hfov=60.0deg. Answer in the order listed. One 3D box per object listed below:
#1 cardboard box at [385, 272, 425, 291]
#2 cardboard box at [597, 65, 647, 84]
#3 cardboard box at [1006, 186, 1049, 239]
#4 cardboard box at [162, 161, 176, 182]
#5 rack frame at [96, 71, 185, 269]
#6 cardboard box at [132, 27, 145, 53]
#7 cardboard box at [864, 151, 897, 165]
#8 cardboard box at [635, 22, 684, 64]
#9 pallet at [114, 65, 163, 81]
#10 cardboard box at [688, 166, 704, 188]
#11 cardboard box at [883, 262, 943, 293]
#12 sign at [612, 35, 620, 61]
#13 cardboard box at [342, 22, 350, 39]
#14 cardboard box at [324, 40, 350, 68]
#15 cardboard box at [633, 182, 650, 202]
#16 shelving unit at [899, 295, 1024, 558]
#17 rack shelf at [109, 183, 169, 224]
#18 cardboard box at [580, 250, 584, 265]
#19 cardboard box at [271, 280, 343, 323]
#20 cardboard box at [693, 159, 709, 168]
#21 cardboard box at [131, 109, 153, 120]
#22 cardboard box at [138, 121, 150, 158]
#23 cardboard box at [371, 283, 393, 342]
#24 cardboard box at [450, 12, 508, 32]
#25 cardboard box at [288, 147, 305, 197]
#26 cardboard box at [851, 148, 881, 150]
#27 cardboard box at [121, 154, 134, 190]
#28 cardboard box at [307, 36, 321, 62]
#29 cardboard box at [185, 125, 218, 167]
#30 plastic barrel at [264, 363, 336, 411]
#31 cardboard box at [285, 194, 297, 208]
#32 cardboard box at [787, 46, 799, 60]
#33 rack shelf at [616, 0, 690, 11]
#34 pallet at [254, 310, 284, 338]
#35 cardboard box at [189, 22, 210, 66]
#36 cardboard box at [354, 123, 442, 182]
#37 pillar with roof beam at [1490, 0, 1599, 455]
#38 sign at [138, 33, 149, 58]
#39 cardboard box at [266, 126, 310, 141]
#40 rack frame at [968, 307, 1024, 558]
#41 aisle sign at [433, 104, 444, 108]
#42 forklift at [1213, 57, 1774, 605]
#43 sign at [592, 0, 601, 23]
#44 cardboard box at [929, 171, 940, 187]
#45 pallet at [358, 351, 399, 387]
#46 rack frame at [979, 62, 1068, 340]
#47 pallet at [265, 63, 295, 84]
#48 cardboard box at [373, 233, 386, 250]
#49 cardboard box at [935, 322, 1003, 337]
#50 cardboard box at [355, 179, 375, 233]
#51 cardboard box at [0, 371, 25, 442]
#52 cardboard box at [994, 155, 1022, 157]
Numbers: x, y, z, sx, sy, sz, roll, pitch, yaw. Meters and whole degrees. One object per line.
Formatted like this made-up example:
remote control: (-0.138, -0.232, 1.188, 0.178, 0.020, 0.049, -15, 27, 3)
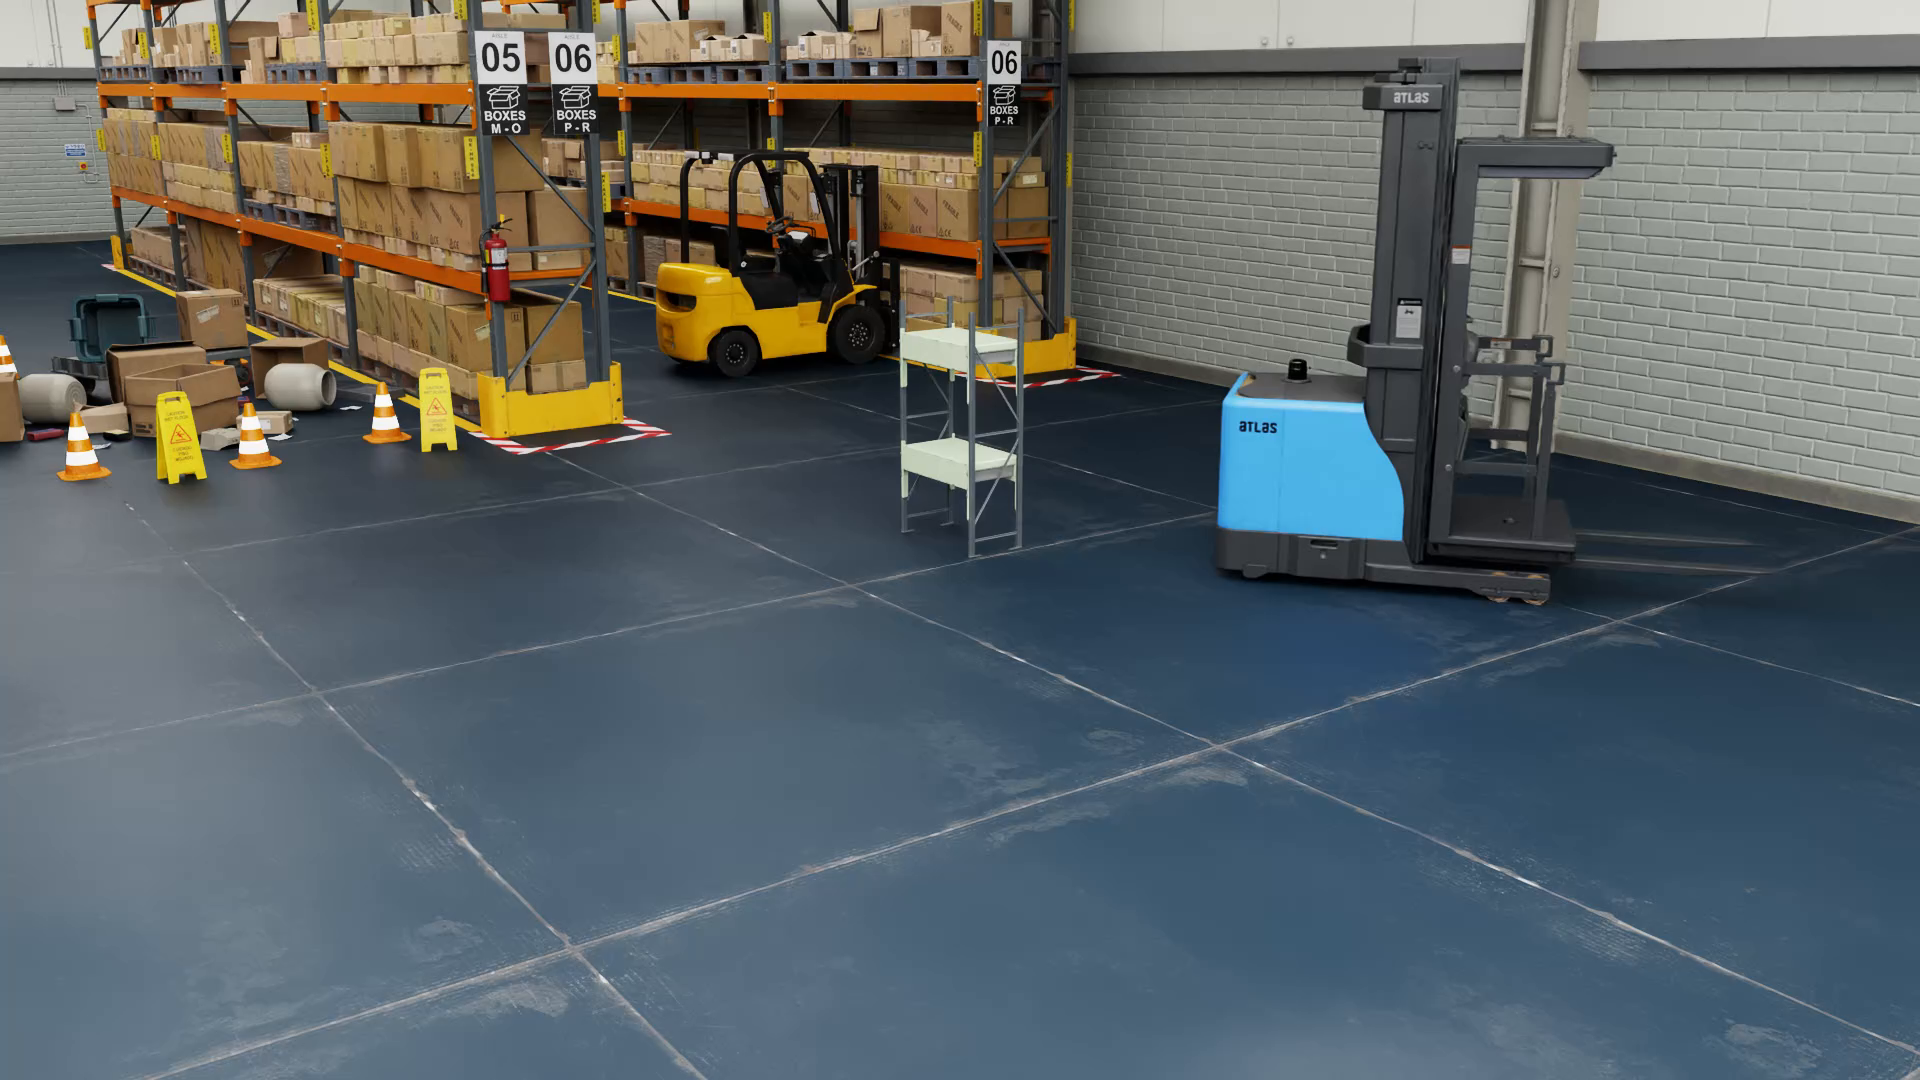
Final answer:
cardboard box: (-5.126, -2.421, 15.502, 0.380, 0.149, 0.250, -10, 18, -31)
cardboard box: (-4.581, -6.312, 22.558, 0.500, 0.250, 0.500, -12, 19, -36)
cardboard box: (0.554, -3.354, 16.961, 0.500, 0.500, 0.500, -10, 18, -33)
cardboard box: (-10.417, -4.980, 22.425, 0.500, 0.250, 0.500, -12, 19, -36)
rack frame: (-12.799, -5.803, 26.095, 1.000, 3.000, 0.127, -11, 19, -35)
cardboard box: (-11.266, -6.979, 23.530, 0.797, 0.503, 0.637, -9, 18, -30)
cardboard box: (-0.801, -4.089, 17.851, 0.380, 0.149, 0.250, -11, 19, -34)
cardboard box: (-3.854, -6.419, 21.490, 0.500, 0.500, 0.500, -11, 19, -34)
pallet: (-11.633, -6.789, 24.185, 1.003, 0.211, 1.213, -11, 19, -35)
cardboard box: (-3.112, -4.575, 20.946, 0.500, 0.250, 0.500, -11, 19, -34)
cardboard box: (-0.512, -2.780, 17.571, 0.500, 0.250, 0.500, -11, 19, -34)
sign: (-4.523, -6.478, 21.901, 0.100, 0.325, 0.005, -11, 19, -35)
cardboard box: (-5.498, -4.724, 15.436, 0.380, 0.149, 0.250, -12, 19, -36)
cardboard box: (-5.706, -4.622, 15.819, 0.500, 0.250, 0.500, -11, 19, -36)
cardboard box: (-4.020, -4.661, 22.206, 0.500, 0.250, 0.500, -11, 19, -34)
shelving unit: (0.004, -0.722, 10.373, 0.431, 1.500, 0.755, -11, 19, -35)
rack shelf: (-11.623, -5.029, 24.629, 1.077, 0.370, 4.000, -11, 19, -35)
cardboard box: (-5.421, -4.247, 24.352, 0.500, 0.500, 0.500, -12, 19, -37)
cardboard box: (-7.331, -2.751, 19.127, 0.950, 0.372, 0.625, -11, 19, -36)
cardboard box: (-3.105, -4.724, 20.735, 0.380, 0.149, 0.250, -11, 19, -36)
cardboard box: (-11.743, -6.141, 24.020, 0.380, 0.149, 0.250, -11, 19, -35)
cardboard box: (-11.240, -5.646, 23.441, 0.500, 0.500, 0.500, -11, 19, -35)
cardboard box: (-5.291, -2.198, 15.917, 0.500, 0.500, 0.500, -10, 18, -32)
cardboard box: (-3.830, -4.123, 13.240, 0.380, 0.149, 0.250, -11, 19, -34)
cardboard box: (-6.792, -3.914, 17.647, 0.500, 0.500, 0.500, -10, 18, -33)
cardboard box: (-1.018, -4.380, 18.916, 0.380, 0.149, 0.250, -11, 19, -35)
cardboard box: (-12.145, -5.489, 24.758, 0.500, 0.500, 0.500, -11, 19, -35)
cardboard box: (-6.204, -4.919, 16.674, 0.500, 0.250, 0.500, -11, 19, -36)
cardboard box: (-9.498, -5.019, 21.149, 0.500, 0.500, 0.500, -11, 19, -35)
plastic barrel: (-5.831, -1.349, 14.705, 0.512, 0.421, 0.421, 1, 15, 4)
cardboard box: (-7.144, -3.725, 18.184, 0.380, 0.149, 0.250, -10, 18, -33)
cardboard box: (-1.713, -5.445, 18.597, 0.380, 0.149, 0.250, -10, 18, -33)
rack shelf: (-2.907, -6.792, 20.467, 1.077, 0.370, 4.000, -11, 19, -35)
pallet: (-7.637, -2.582, 19.611, 1.003, 0.211, 1.213, -11, 19, -35)
cardboard box: (-8.831, -5.974, 20.053, 0.700, 0.500, 0.500, -12, 19, -37)
cardboard box: (-5.104, -3.563, 15.264, 0.700, 0.500, 0.500, -11, 19, -36)
pillar with roof beam: (0.986, -4.390, 9.570, 9.100, 9.000, 0.400, -11, 19, -35)
sign: (-10.896, -6.596, 22.183, 0.100, 0.325, 0.005, -11, 19, -35)
cardboard box: (-8.188, -4.768, 20.232, 0.500, 0.500, 0.500, -12, 19, -36)
rack frame: (0.219, -0.644, 10.087, 0.400, 1.500, 0.023, -11, 19, -35)
aisle sign: (-9.064, -7.797, 28.456, 0.394, 0.787, 0.004, -11, 19, -35)
forklift: (3.066, -1.208, 9.437, 3.031, 2.935, 1.130, 4, 16, 15)
sign: (-2.953, -4.339, 13.408, 0.100, 0.325, 0.005, -11, 19, -35)
cardboard box: (-0.087, -3.664, 16.862, 0.380, 0.149, 0.250, -10, 18, -34)
pallet: (-5.320, -1.757, 16.597, 1.003, 0.211, 1.213, -11, 19, -35)
rack frame: (0.621, -3.157, 16.430, 1.000, 3.000, 0.127, -11, 19, -35)
pallet: (-6.633, -4.966, 17.711, 1.213, 0.211, 1.003, -11, 19, -35)
cardboard box: (-5.329, -2.846, 15.768, 0.380, 0.149, 0.250, -10, 18, -33)
cardboard box: (0.089, -2.085, 16.925, 0.500, 0.250, 0.500, -11, 19, -34)
cardboard box: (-5.396, -3.191, 15.800, 0.500, 0.500, 0.500, -11, 19, -35)
cardboard box: (-7.945, -1.074, 13.547, 0.500, 0.500, 0.500, -7, 17, -25)
cardboard box: (0.491, -3.833, 16.918, 0.380, 0.149, 0.250, -10, 18, -33)
